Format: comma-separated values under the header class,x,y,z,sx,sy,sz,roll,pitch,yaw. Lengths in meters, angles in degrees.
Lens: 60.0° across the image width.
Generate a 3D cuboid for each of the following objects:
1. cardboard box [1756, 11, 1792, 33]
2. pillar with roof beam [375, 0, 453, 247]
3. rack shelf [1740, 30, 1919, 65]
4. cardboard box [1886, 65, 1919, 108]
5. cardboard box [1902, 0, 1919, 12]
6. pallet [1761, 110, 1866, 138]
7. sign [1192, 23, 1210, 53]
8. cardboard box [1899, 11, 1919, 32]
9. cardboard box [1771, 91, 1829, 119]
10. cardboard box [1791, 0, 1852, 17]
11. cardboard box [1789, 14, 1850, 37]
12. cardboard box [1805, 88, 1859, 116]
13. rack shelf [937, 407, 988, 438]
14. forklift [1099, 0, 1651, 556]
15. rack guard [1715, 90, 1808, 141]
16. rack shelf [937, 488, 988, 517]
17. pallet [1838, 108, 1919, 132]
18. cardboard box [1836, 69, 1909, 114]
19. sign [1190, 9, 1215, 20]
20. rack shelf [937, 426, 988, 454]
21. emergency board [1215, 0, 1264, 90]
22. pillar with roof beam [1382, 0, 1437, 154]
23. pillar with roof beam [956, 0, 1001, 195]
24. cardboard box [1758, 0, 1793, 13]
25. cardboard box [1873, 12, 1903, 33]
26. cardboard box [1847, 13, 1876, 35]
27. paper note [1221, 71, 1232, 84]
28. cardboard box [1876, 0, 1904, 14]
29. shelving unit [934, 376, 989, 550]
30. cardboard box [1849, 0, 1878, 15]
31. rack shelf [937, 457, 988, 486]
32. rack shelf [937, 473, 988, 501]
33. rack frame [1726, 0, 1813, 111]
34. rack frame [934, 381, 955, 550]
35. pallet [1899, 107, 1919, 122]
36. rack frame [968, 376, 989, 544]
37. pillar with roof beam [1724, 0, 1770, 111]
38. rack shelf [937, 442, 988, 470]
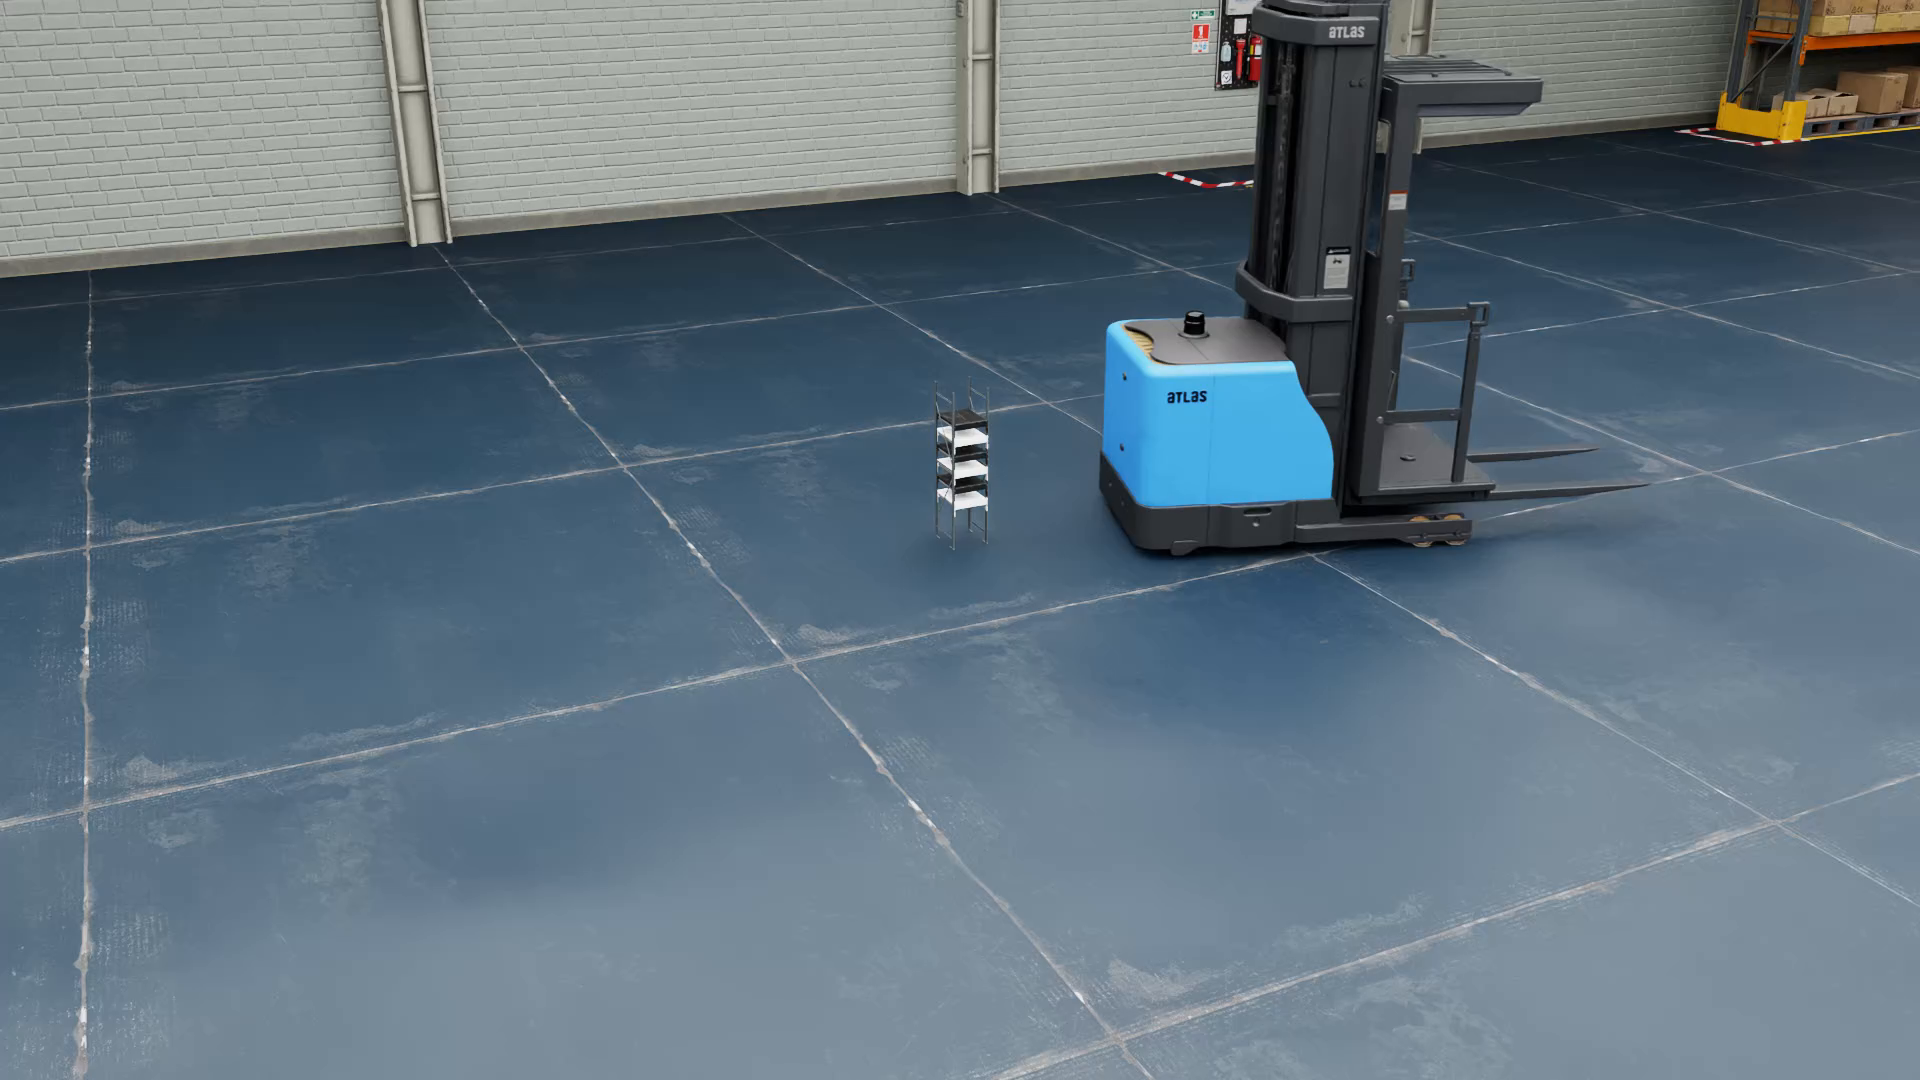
class,x,y,z,sx,sy,sz,roll,pitch,yaw
cardboard box,11.092,-6.972,22.342,0.500,0.250,0.500,-10,25,-23
pillar with roof beam,-3.342,-5.605,11.024,0.400,9.000,9.100,-10,25,-24
rack shelf,12.557,-6.887,22.907,4.000,0.370,1.077,-10,25,-24
cardboard box,13.441,-6.414,23.516,0.500,0.500,0.500,-12,26,-28
cardboard box,12.693,-7.402,22.399,0.500,0.500,0.500,-10,24,-22
pallet,11.570,-5.735,22.828,1.213,0.211,1.003,-10,25,-24
sign,2.818,-5.870,19.463,0.234,0.329,0.001,-10,25,-24
cardboard box,12.712,-7.056,22.544,0.500,0.250,0.500,-10,25,-23
cardboard box,11.417,-5.933,22.601,0.500,0.311,0.500,-14,26,-30
cardboard box,11.315,-7.150,21.791,0.500,0.500,0.500,-10,25,-24
cardboard box,11.332,-6.799,21.924,0.500,0.250,0.500,-11,25,-25
cardboard box,11.931,-6.027,22.829,0.500,0.311,0.500,-8,24,-19
rack shelf,0.007,-0.636,8.991,0.200,0.077,0.258,-10,25,-24
forklift,2.379,-1.511,9.069,3.031,2.935,1.130,-3,23,-8
rack guard,10.823,-5.746,22.477,0.348,0.500,1.175,-10,25,-24
rack shelf,0.007,-0.220,9.163,0.200,0.077,0.258,-10,25,-24
pallet,12.668,-5.936,23.313,1.213,0.211,1.003,-10,25,-24
cardboard box,12.613,-6.219,23.045,0.500,0.500,0.700,-12,25,-27
sign,2.826,-6.113,19.357,0.331,0.109,0.001,-10,25,-24
rack shelf,0.007,-0.553,9.025,0.200,0.077,0.258,-10,25,-24
emergency board,3.360,-5.910,19.606,0.643,1.169,0.194,-10,25,-24
pillar with roof beam,7.471,-7.595,15.833,0.400,9.000,9.100,-10,25,-24
pillar with roof beam,2.064,-6.600,13.429,0.400,9.000,9.100,-10,25,-24
cardboard box,11.087,-7.326,22.215,0.500,0.500,0.500,-11,25,-24
cardboard box,12.255,-6.973,22.343,0.500,0.250,0.500,-11,25,-24
cardboard box,11.794,-6.891,22.144,0.500,0.250,0.500,-11,25,-25
paper note,3.171,-5.498,19.761,0.142,0.148,0.016,-10,25,-24
cardboard box,12.233,-7.312,22.182,0.500,0.500,0.500,-11,25,-25
shelving unit,0.007,-0.417,9.081,0.210,0.900,0.258,-10,25,-24
cardboard box,11.765,-7.229,21.980,0.500,0.500,0.500,-10,25,-23
rack shelf,0.007,-0.386,9.094,0.200,0.077,0.258,-10,25,-24
rack shelf,0.007,-0.303,9.128,0.200,0.077,0.258,-10,25,-24
rack frame,10.754,-6.888,21.968,0.127,3.000,1.000,-10,25,-24
rack frame,-0.084,-0.400,9.040,0.006,0.900,0.240,-10,25,-24
pallet,13.769,-6.139,23.806,1.213,0.211,1.003,-10,25,-24
rack frame,0.099,-0.434,9.122,0.006,0.900,0.240,-10,25,-24
pillar with roof beam,12.877,-8.591,18.237,0.400,9.000,9.100,-10,25,-24
rack shelf,0.007,-0.469,9.059,0.200,0.077,0.258,-10,25,-24
